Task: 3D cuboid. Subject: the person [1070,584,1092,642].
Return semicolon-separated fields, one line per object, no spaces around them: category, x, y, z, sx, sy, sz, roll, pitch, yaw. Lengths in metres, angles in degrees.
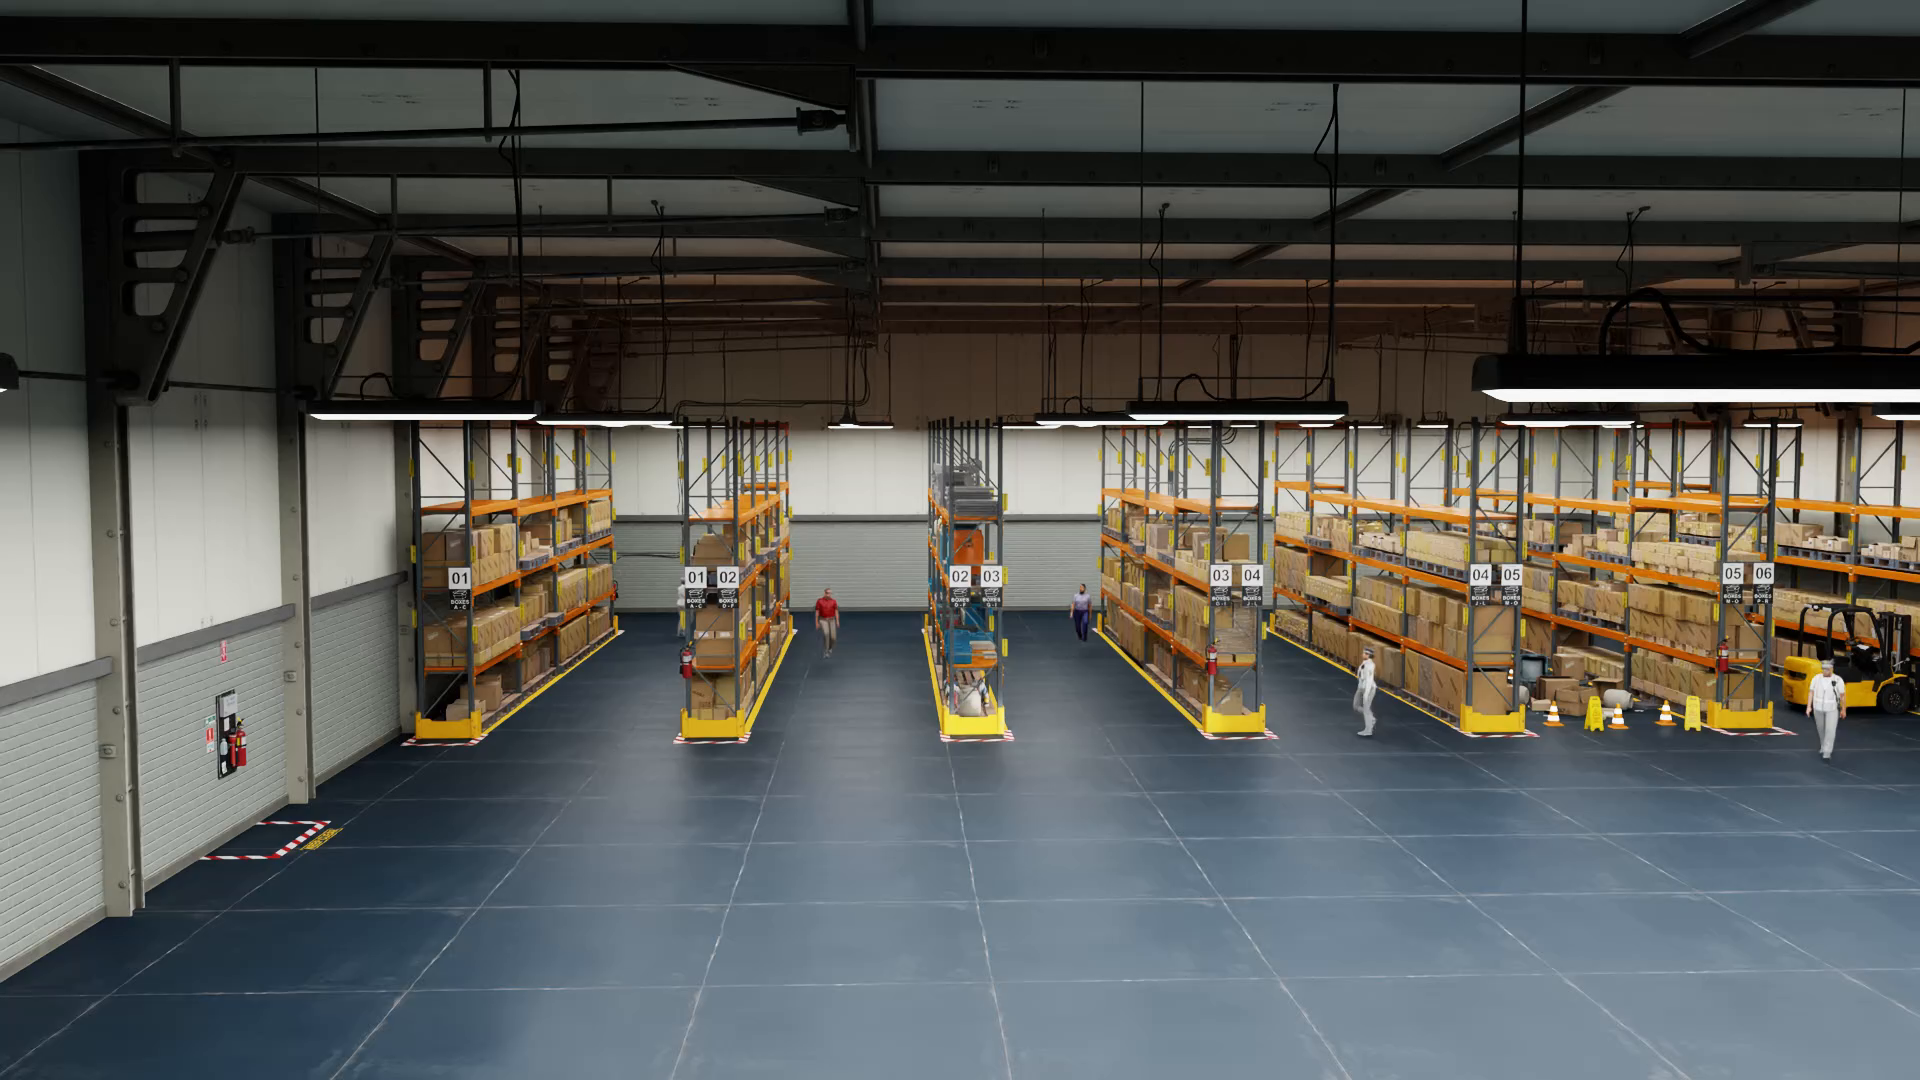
person;3.144;1.893;43.202;0.551;1.498;1.010;1;4;8

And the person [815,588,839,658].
person;-3.198;2.020;40.692;0.558;1.651;0.683;-2;4;-24

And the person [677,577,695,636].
person;-7.691;1.853;46.351;0.482;1.663;0.460;3;5;42

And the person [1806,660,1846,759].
person;15.141;2.951;29.119;1.029;1.697;0.566;-4;5;-45

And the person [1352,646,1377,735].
person;7.674;2.821;31.252;0.447;1.680;0.470;-1;4;-18
